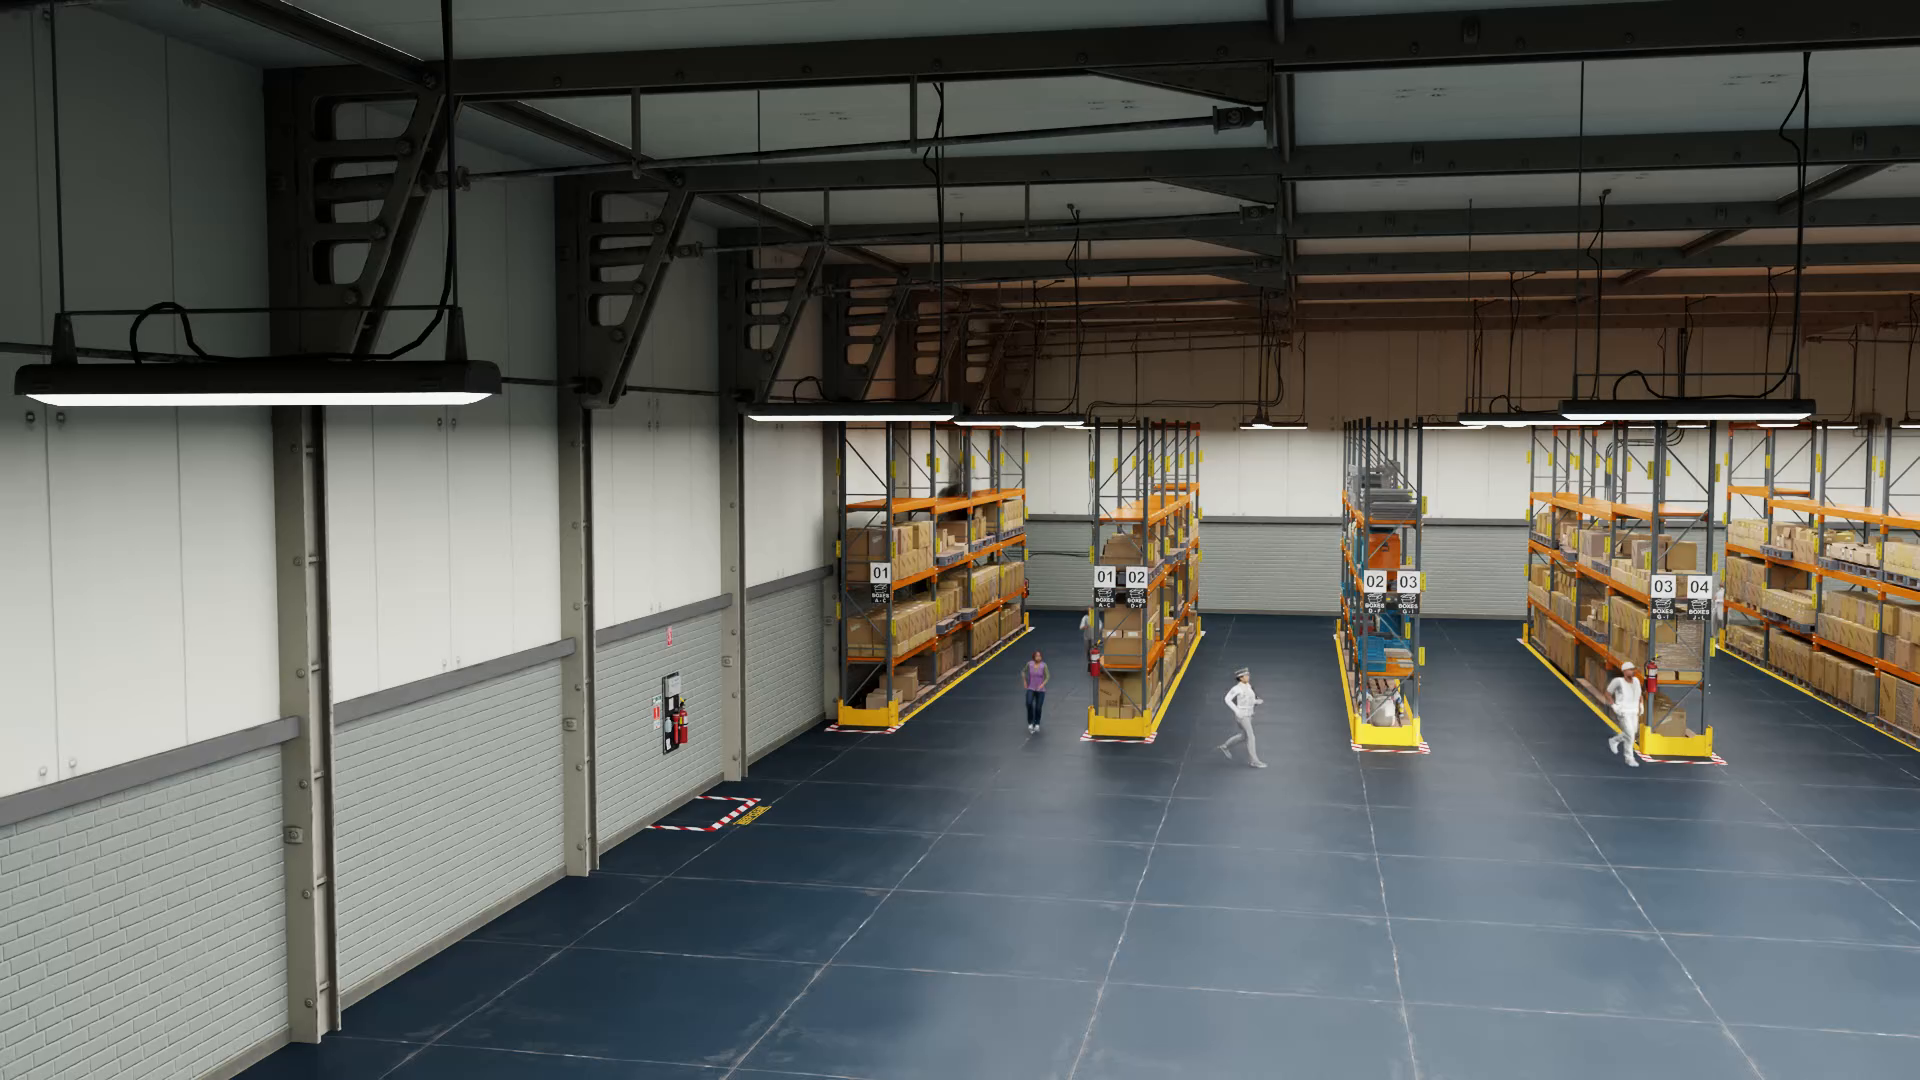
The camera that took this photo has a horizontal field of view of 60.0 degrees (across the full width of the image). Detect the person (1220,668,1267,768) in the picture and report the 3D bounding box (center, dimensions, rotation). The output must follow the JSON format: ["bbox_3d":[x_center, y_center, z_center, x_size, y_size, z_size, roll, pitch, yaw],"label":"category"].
[{"bbox_3d":[4.852,3.015,28.480,0.933,1.670,0.617,3,5,35],"label":"person"}]

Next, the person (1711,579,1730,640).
[{"bbox_3d":[20.783,1.892,45.175,0.775,1.734,0.694,0,4,-1],"label":"person"}]

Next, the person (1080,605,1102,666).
[{"bbox_3d":[3.094,2.364,39.373,0.522,1.639,0.700,1,4,8],"label":"person"}]

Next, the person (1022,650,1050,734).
[{"bbox_3d":[1.438,2.877,31.651,0.549,1.580,0.613,0,4,6],"label":"person"}]

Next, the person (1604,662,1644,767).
[{"bbox_3d":[11.514,2.986,28.834,0.695,1.768,0.817,-1,4,-21],"label":"person"}]
